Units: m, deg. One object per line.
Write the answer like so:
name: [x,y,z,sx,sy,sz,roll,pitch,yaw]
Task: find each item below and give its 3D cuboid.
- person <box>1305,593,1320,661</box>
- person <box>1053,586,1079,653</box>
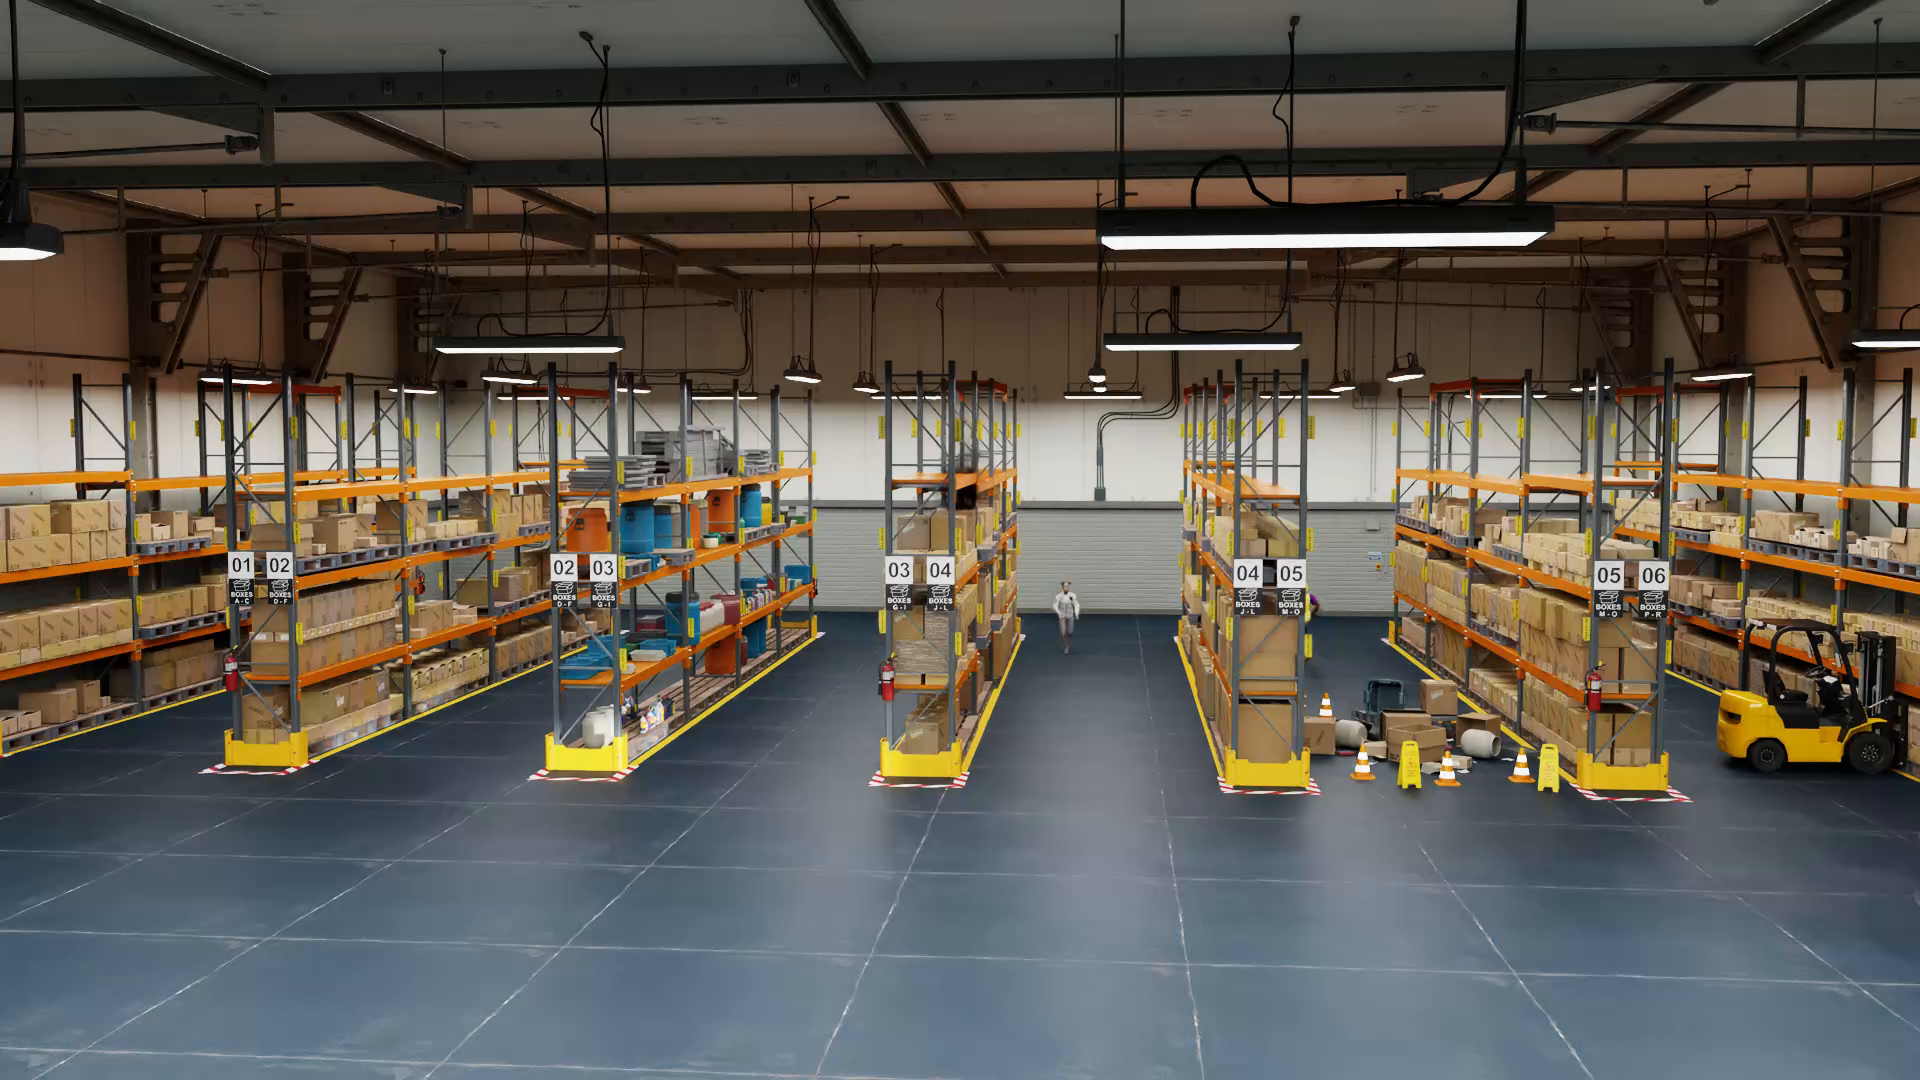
person: [7.386,1.765,36.022,0.668,1.801,0.739,0,4,-4]
person: [2.394,1.750,37.473,0.601,1.606,0.558,0,4,1]
